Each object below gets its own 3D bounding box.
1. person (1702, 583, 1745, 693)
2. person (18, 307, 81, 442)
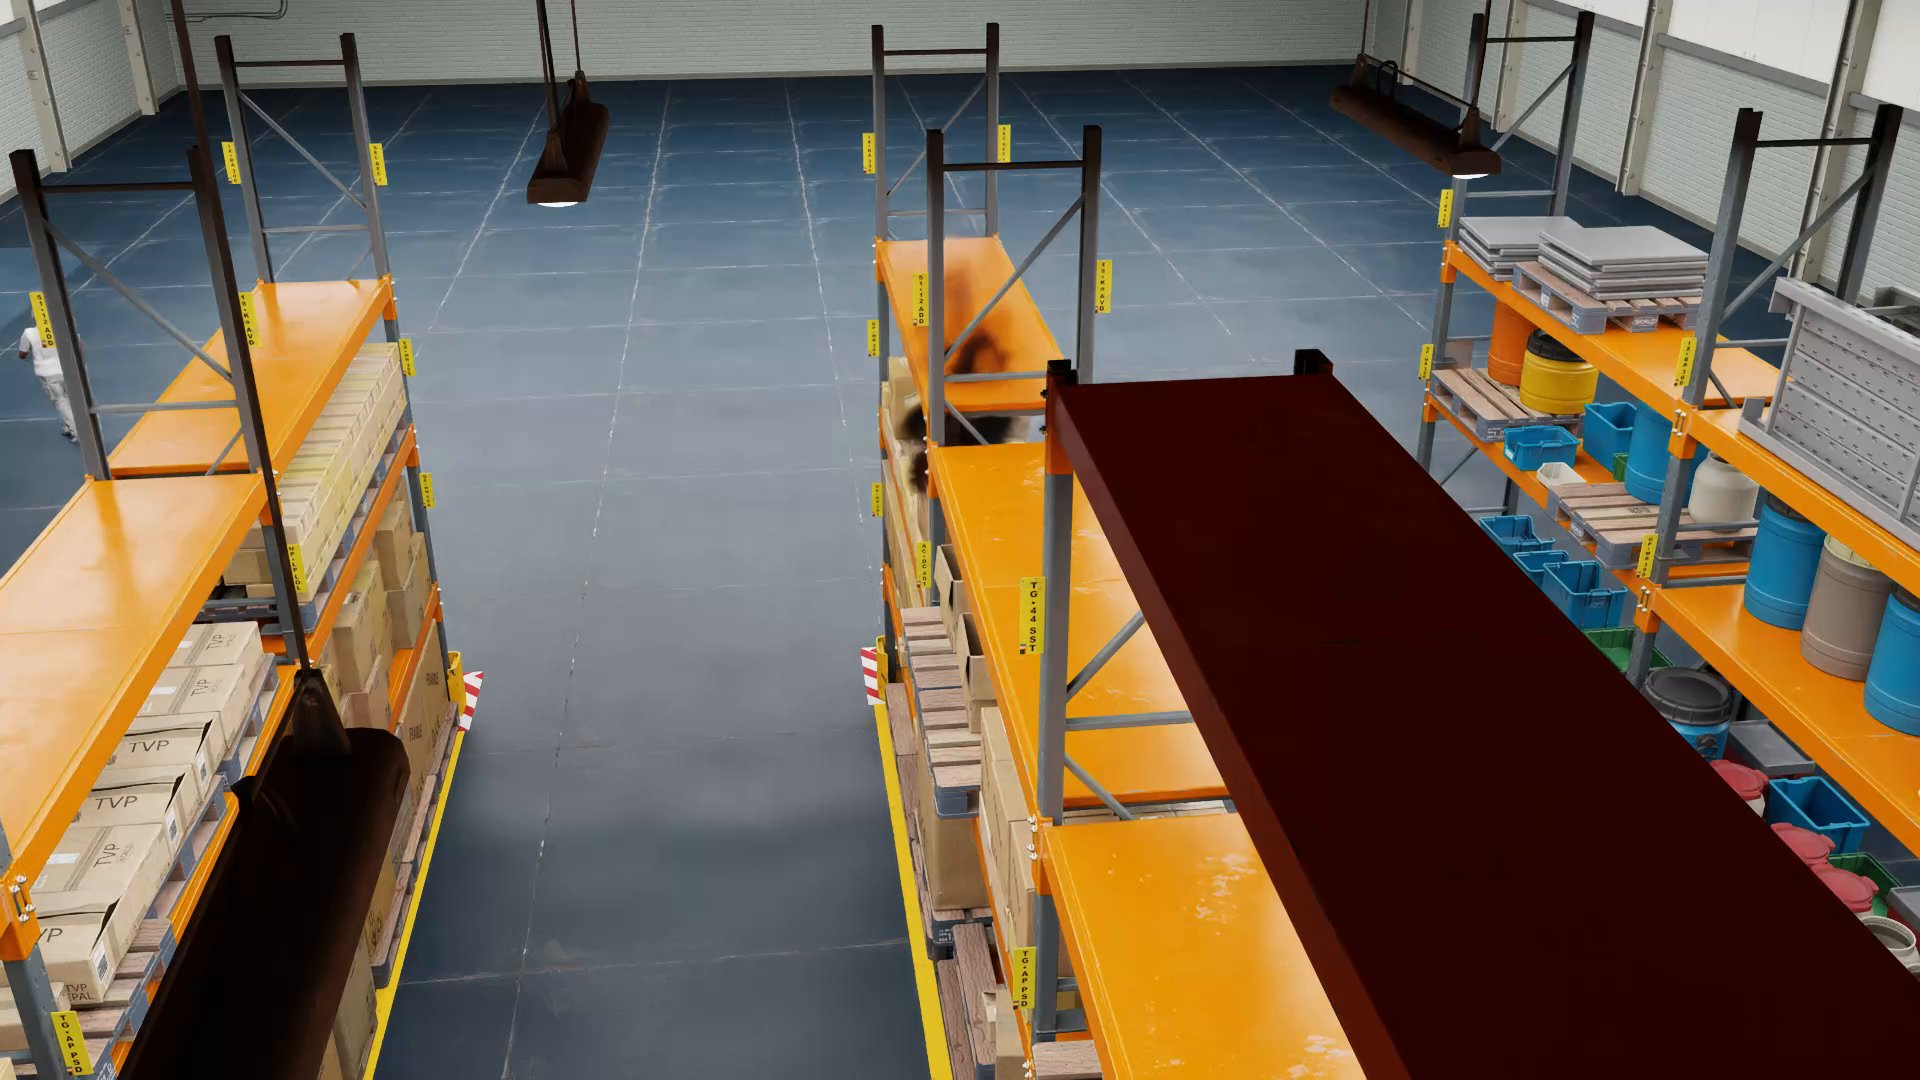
[{"bbox_3d":[6.495,1.125,14.097,0.656,1.707,0.969,-7,26,-14],"label":"person"},{"bbox_3d":[-11.301,-2.050,20.734,0.877,1.827,0.655,21,33,37],"label":"person"}]
